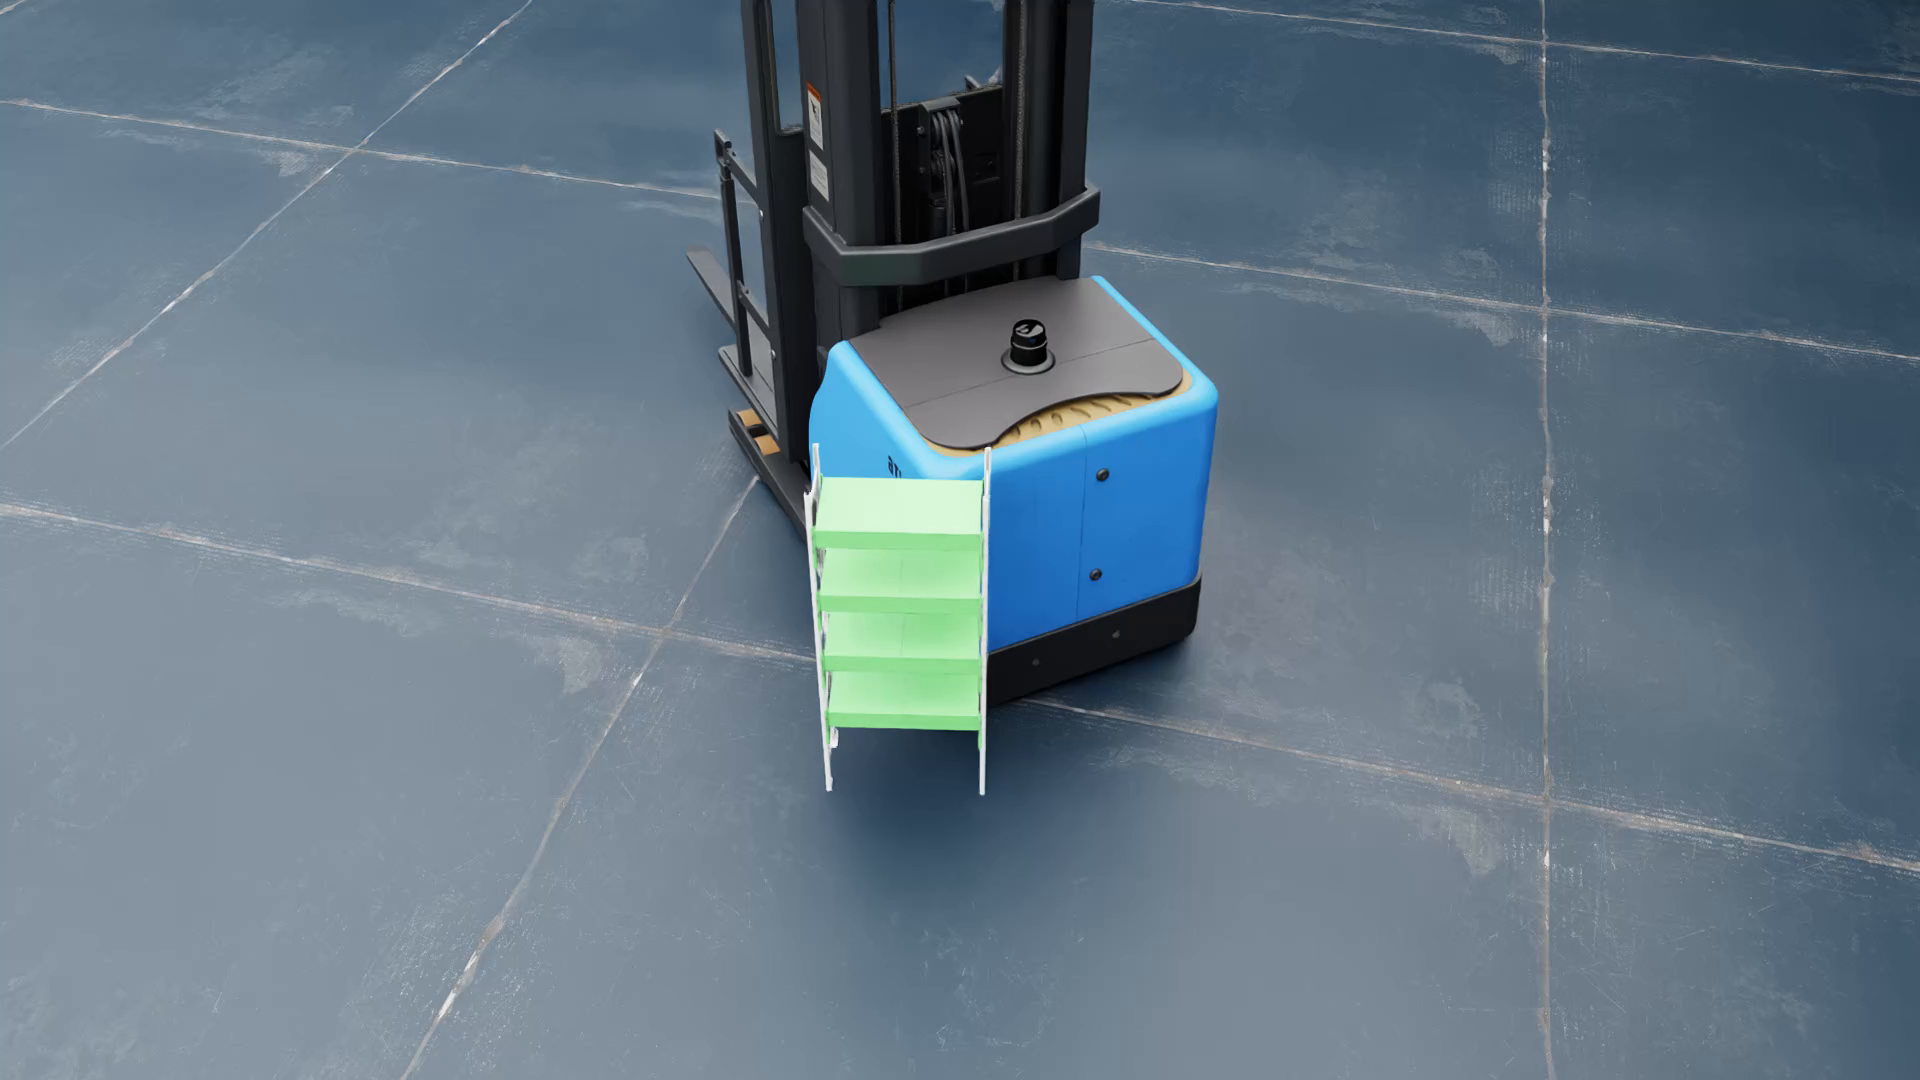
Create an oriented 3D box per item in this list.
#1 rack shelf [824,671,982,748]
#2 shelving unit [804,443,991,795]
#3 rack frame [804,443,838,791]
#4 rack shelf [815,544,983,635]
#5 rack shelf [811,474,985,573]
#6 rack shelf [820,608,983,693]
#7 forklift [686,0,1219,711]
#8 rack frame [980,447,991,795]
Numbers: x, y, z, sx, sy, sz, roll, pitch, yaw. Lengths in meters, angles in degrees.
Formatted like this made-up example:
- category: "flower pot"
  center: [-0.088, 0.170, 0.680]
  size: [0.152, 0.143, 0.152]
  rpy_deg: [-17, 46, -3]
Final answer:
- category: "rack shelf"
  center: [-0.169, 0.502, 5.192]
  size: [0.480, 0.148, 0.258]
  rpy_deg: [1, 40, 2]
- category: "shelving unit"
  center: [-0.169, 0.269, 4.997]
  size: [0.503, 1.200, 0.258]
  rpy_deg: [1, 40, 2]
- category: "rack frame"
  center: [-0.413, 0.263, 5.004]
  size: [0.015, 1.200, 0.240]
  rpy_deg: [1, 40, 2]
- category: "rack shelf"
  center: [-0.169, 0.134, 4.883]
  size: [0.480, 0.148, 0.258]
  rpy_deg: [1, 40, 2]
- category: "rack shelf"
  center: [-0.169, -0.050, 4.729]
  size: [0.480, 0.148, 0.258]
  rpy_deg: [1, 40, 2]
- category: "rack shelf"
  center: [-0.169, 0.318, 5.038]
  size: [0.480, 0.148, 0.258]
  rpy_deg: [1, 40, 2]
- category: "forklift"
  center: [-0.272, -1.484, 5.738]
  size: [1.130, 2.935, 3.031]
  rpy_deg: [-17, 43, -19]
- category: "rack frame"
  center: [0.075, 0.275, 4.990]
  size: [0.015, 1.200, 0.240]
  rpy_deg: [1, 40, 2]
